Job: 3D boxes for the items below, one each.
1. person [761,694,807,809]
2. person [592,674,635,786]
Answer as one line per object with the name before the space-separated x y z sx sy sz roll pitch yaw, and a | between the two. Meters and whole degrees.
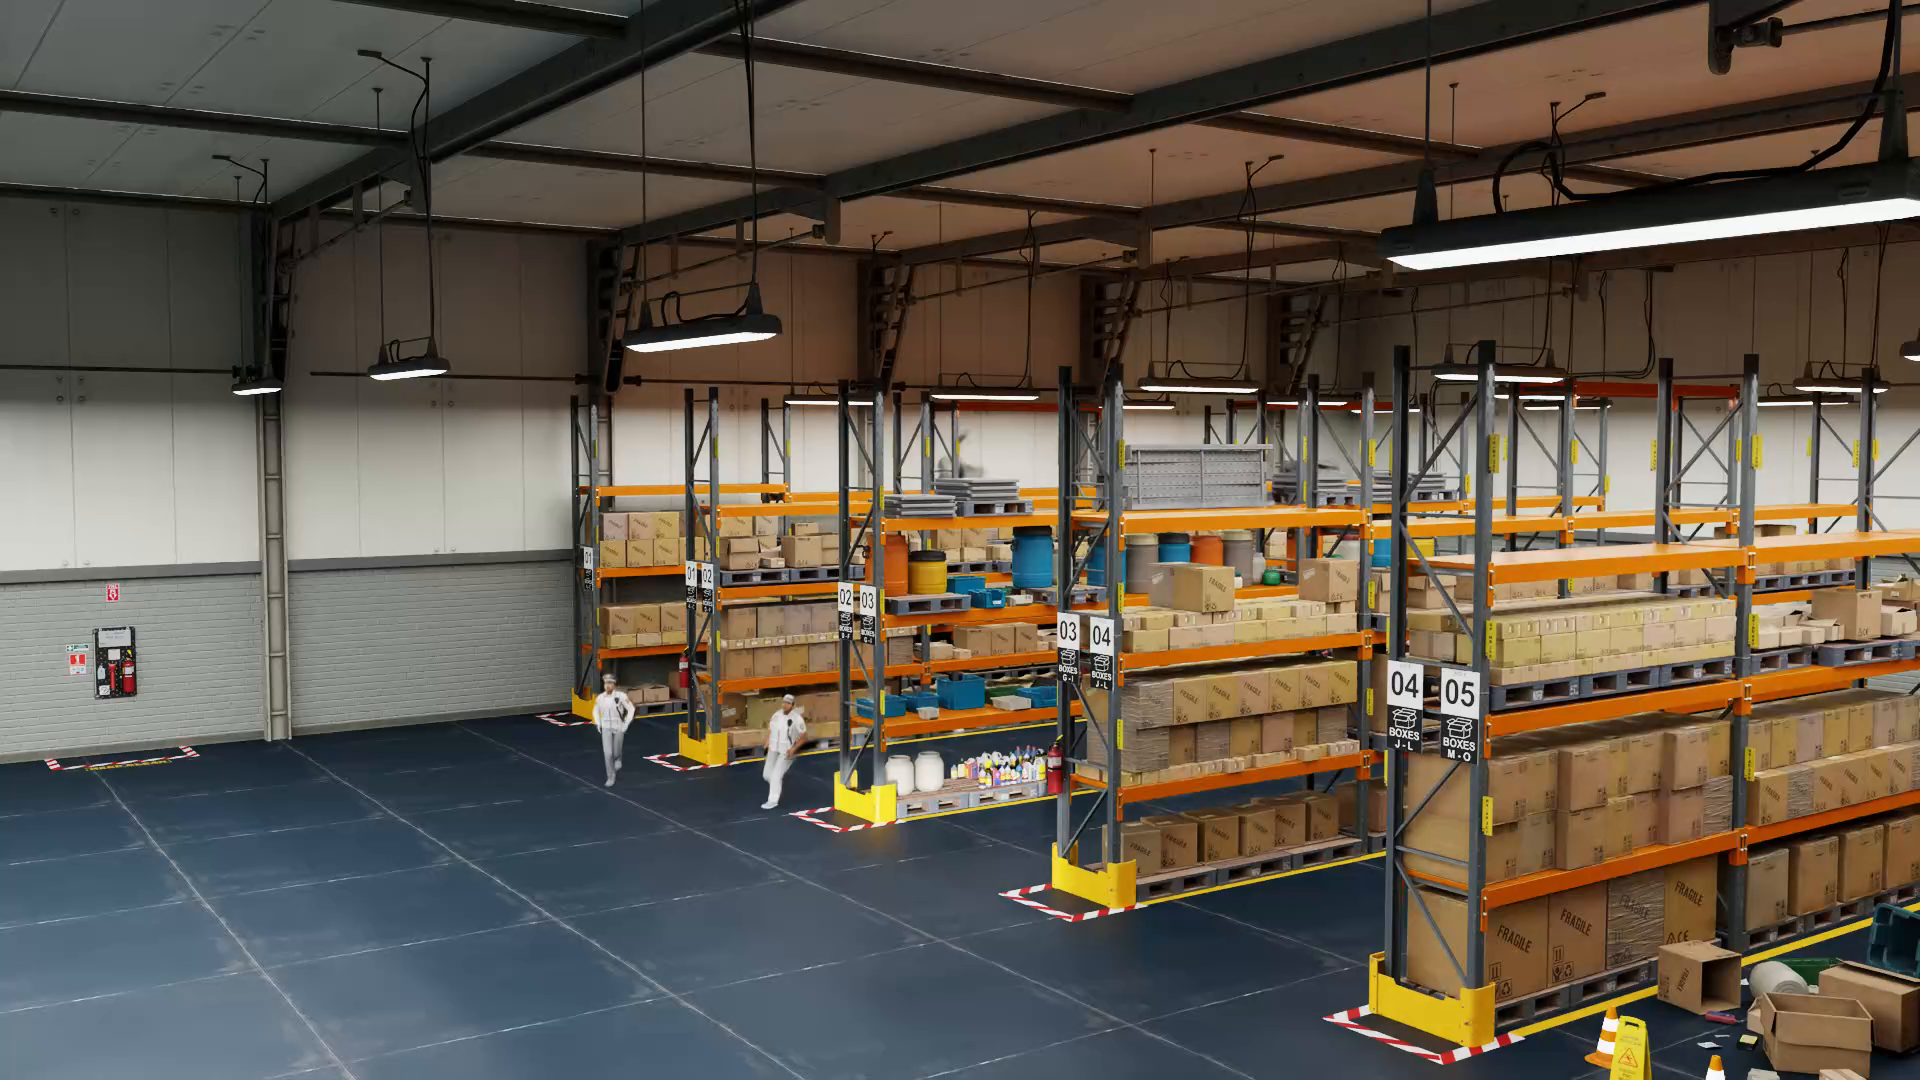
person | -2.467 2.962 23.404 0.650 1.595 0.536 1 4 21
person | -5.217 2.838 25.071 0.631 1.687 0.632 0 3 0
